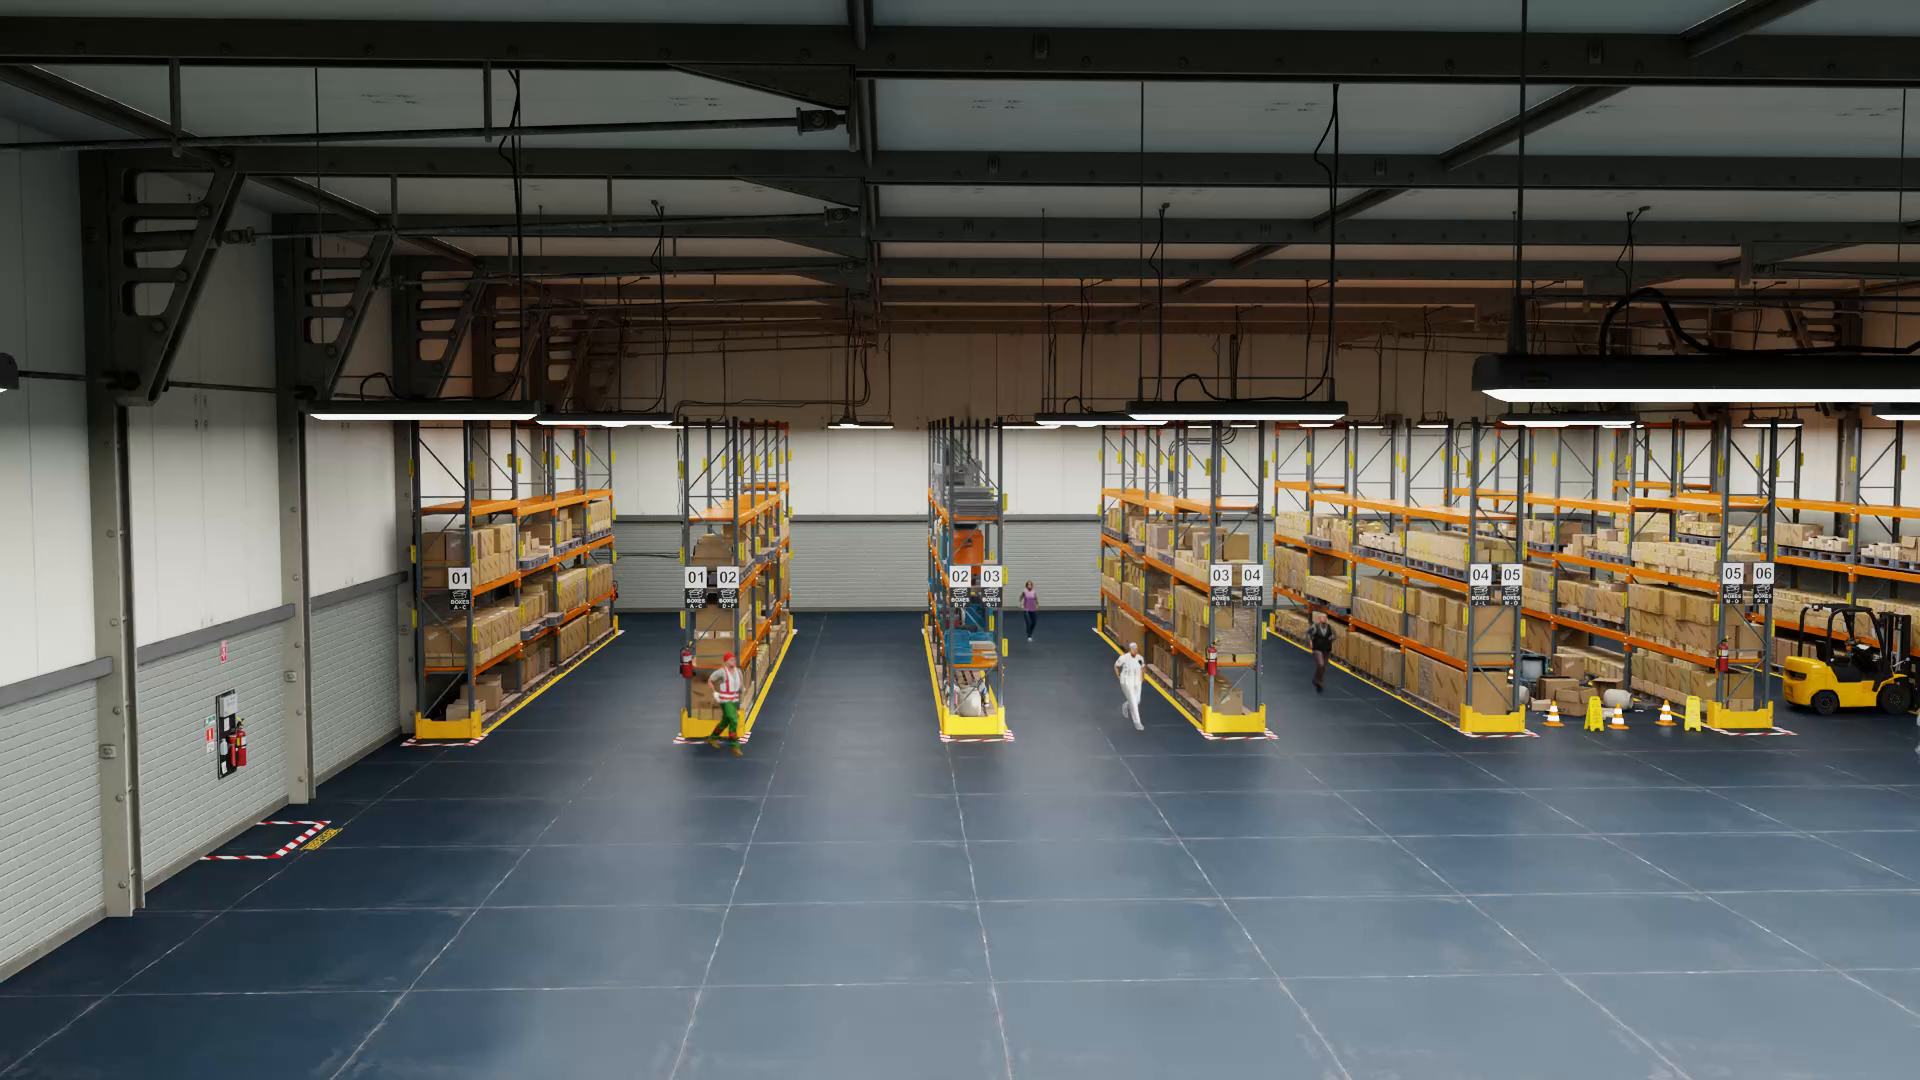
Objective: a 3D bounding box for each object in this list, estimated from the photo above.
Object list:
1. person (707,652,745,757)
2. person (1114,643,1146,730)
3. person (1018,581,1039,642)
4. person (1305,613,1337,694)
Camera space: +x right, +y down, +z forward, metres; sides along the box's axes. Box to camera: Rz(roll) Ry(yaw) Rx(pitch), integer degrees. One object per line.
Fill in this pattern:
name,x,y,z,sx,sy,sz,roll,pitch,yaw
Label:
person,-4.114,2.884,29.528,0.909,1.809,0.662,2,4,32
person,3.321,2.806,32.302,0.630,1.662,0.879,-1,4,-21
person,1.787,1.840,43.114,0.539,1.559,0.562,-1,4,-8
person,7.973,2.487,36.678,0.635,1.768,0.811,-1,4,-11
